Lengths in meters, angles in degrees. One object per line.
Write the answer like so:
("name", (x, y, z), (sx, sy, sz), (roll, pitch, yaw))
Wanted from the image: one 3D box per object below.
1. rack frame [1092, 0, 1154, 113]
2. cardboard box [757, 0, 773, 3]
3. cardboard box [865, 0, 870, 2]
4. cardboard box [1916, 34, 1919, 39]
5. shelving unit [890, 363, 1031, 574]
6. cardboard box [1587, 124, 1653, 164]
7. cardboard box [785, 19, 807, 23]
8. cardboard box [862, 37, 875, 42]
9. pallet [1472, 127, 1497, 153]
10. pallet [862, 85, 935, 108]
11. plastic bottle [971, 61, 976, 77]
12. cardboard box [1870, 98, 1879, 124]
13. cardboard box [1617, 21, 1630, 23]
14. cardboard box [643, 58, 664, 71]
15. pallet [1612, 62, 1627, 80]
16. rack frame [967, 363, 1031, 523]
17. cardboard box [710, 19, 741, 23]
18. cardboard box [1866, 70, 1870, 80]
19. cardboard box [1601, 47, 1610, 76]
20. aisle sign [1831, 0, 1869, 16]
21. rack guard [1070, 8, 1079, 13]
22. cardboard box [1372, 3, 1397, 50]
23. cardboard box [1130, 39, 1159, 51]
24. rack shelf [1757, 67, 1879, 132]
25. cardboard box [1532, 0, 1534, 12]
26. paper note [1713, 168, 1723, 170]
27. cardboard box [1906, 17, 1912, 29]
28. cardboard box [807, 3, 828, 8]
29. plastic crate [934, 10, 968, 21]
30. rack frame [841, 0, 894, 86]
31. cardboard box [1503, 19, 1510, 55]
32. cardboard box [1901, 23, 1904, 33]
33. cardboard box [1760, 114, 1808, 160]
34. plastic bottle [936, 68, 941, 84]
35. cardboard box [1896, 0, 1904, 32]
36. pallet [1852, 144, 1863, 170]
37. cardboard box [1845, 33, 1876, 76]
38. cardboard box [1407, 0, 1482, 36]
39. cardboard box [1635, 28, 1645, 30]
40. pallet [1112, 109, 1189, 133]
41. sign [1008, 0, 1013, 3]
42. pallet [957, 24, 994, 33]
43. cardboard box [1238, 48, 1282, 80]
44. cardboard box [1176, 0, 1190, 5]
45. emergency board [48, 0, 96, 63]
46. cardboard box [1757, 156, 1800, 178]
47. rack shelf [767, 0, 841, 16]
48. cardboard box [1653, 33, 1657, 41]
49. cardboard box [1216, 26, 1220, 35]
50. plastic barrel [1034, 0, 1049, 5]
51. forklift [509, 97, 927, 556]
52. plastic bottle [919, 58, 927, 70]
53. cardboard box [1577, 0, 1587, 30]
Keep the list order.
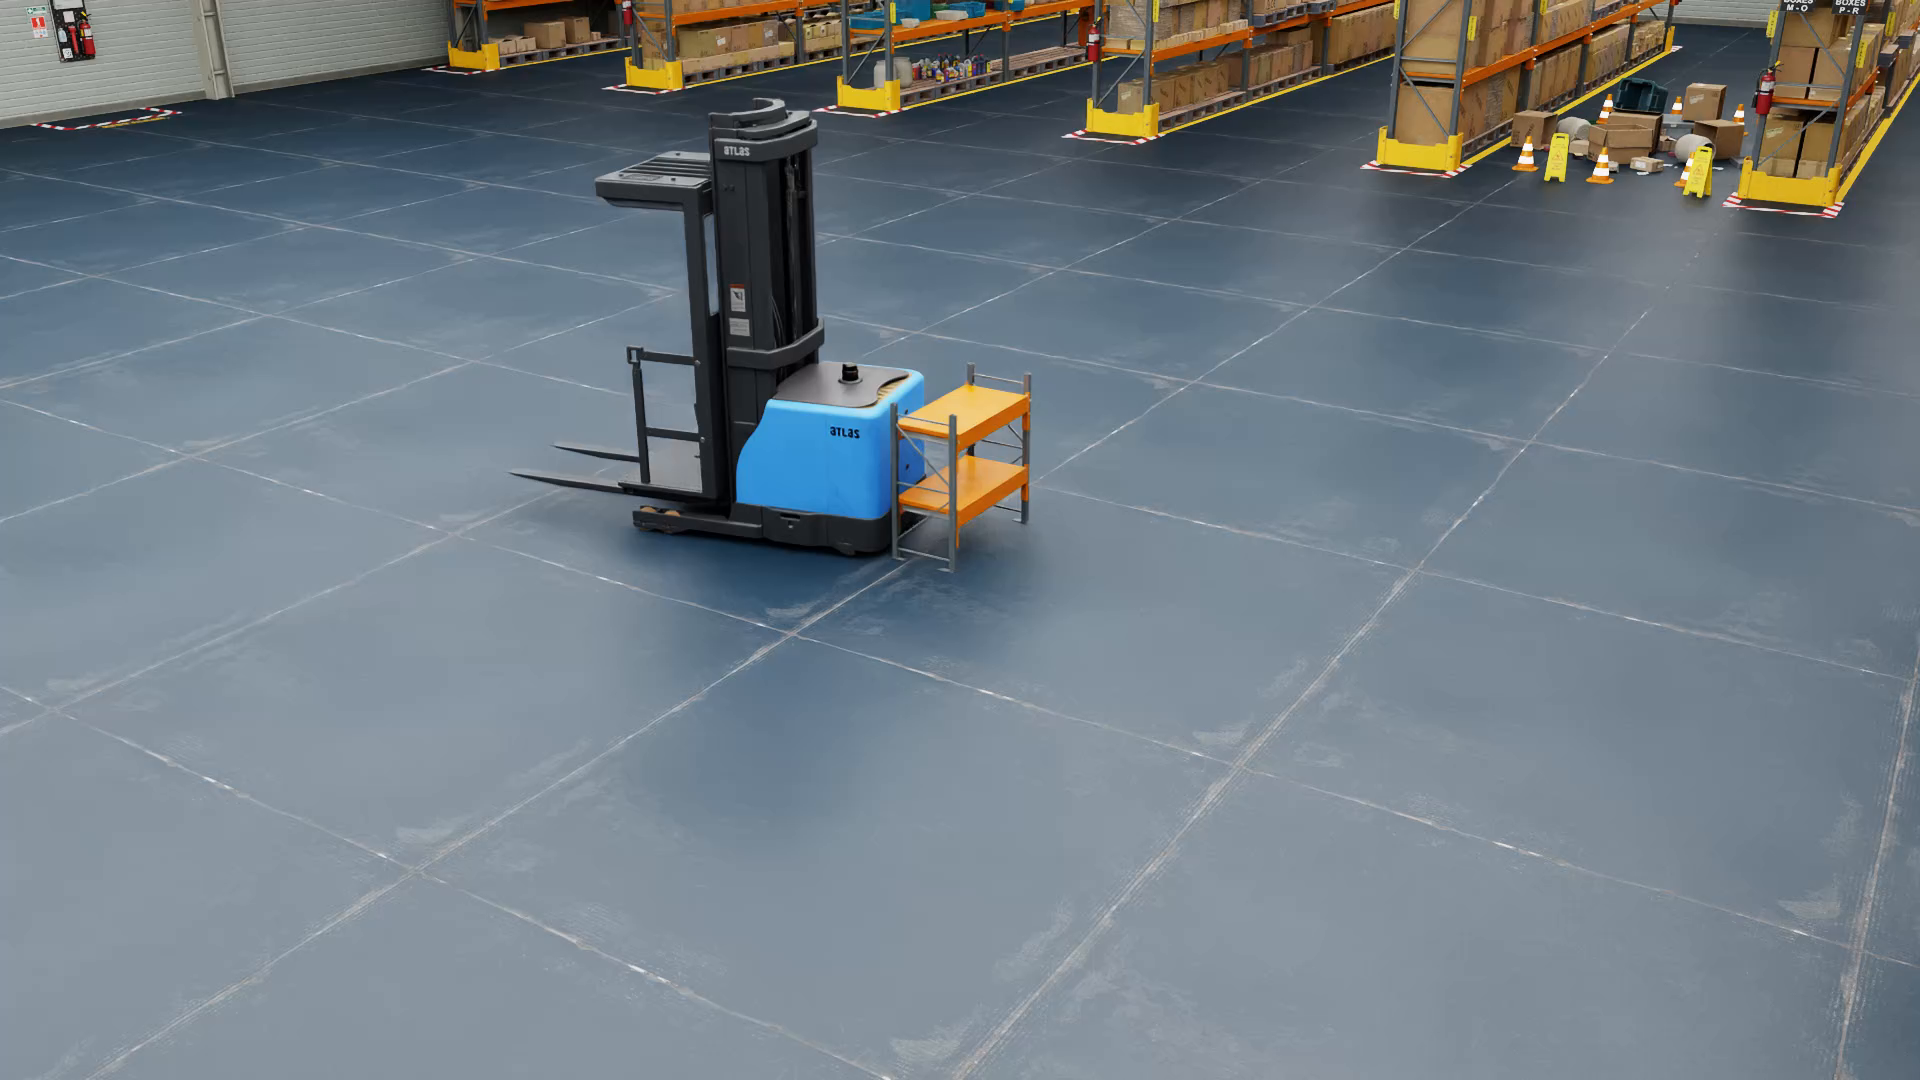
("rack frame", (2.594, -7.979, 26.406), (1.000, 3.000, 0.127), (14, 27, 29))
("cardboard box", (-4.212, -11.122, 33.540), (0.700, 0.500, 0.500), (14, 27, 28))
("cardboard box", (-2.679, -14.762, 44.691), (0.700, 0.500, 0.500), (15, 27, 30))
("cardboard box", (19.189, -10.076, 33.946), (0.875, 0.438, 0.875), (13, 27, 27))
("shelving unit", (0.015, -0.518, 11.531), (0.538, 1.125, 1.048), (13, 27, 28))
("cardboard box", (9.788, -5.880, 24.700), (0.797, 0.503, 0.637), (-3, 24, -7))
("cardboard box", (-3.471, -10.969, 35.538), (0.500, 0.311, 0.500), (15, 27, 30))
("cardboard box", (-2.208, -11.115, 36.582), (0.500, 0.250, 0.500), (15, 27, 30))
("pallet", (7.754, -6.323, 26.089), (1.003, 0.211, 1.213), (14, 27, 29))
("pallet", (-1.181, -8.046, 30.071), (1.003, 0.211, 1.213), (14, 27, 29))
("plastic bottle", (0.249, -8.916, 31.436), (0.061, 0.283, 0.133), (16, 28, 32))
("cardboard box", (14.139, -6.895, 26.682), (0.950, 0.372, 0.625), (15, 28, 31))
("cardboard box", (14.344, -11.181, 36.114), (0.380, 0.149, 0.250), (14, 27, 29))
("cardboard box", (-5.789, -9.230, 32.229), (0.500, 0.250, 0.500), (14, 27, 29))
("pallet", (12.675, -9.413, 33.229), (1.003, 0.211, 1.213), (14, 27, 29))
("rack frame", (0.273, -0.692, 11.932), (0.500, 1.125, 0.032), (13, 27, 28))
("cardboard box", (-4.748, -10.253, 33.647), (0.500, 0.500, 0.500), (14, 27, 29))
("cardboard box", (12.679, -6.621, 23.586), (0.380, 0.149, 0.250), (13, 27, 28))
("cardboard box", (12.093, -9.181, 31.801), (0.500, 0.500, 0.500), (13, 27, 28))
("aisle sign", (11.243, -7.010, 20.894), (0.394, 0.787, 0.004), (14, 27, 29))
("rack guard", (2.579, -14.284, 44.116), (1.175, 0.500, 0.348), (14, 27, 29))
("cardboard box", (8.603, -11.027, 35.592), (1.225, 0.875, 0.875), (14, 27, 29))
("cardboard box", (2.946, -7.910, 26.563), (0.380, 0.149, 0.250), (14, 27, 29))
("rack shelf", (12.068, -6.247, 23.311), (1.077, 0.370, 4.000), (14, 27, 29))
("cardboard box", (9.121, -8.929, 27.217), (0.700, 0.500, 0.500), (13, 27, 28))
("paper note", (11.057, -5.423, 24.238), (0.142, 0.019, 0.148), (5, 24, 11))
("cardboard box", (16.242, -8.999, 28.951), (0.500, 0.250, 0.500), (15, 28, 31))
("cardboard box", (-3.933, -14.103, 42.729), (0.750, 0.750, 0.750), (14, 27, 30))
("plastic crate", (-0.146, -9.645, 30.586), (0.530, 0.136, 0.437), (14, 27, 29))
("rack frame", (-1.614, -9.017, 28.804), (1.000, 3.000, 0.127), (14, 27, 29))
("cardboard box", (8.024, -7.850, 25.918), (0.875, 0.550, 0.550), (14, 27, 29))
("cardboard box", (15.085, -8.320, 26.981), (0.380, 0.149, 0.250), (14, 27, 29))
("cardboard box", (11.214, -5.503, 22.674), (0.500, 0.500, 0.500), (14, 27, 29))
("plastic bottle", (-0.393, -8.514, 30.521), (0.097, 0.271, 0.097), (0, 23, 0))
("cardboard box", (14.412, -8.235, 25.967), (0.500, 0.500, 0.500), (13, 26, 27))
("pallet", (12.798, -5.739, 24.741), (1.003, 0.211, 1.213), (14, 27, 29))
("cardboard box", (12.298, -6.708, 22.969), (0.500, 0.500, 0.500), (13, 27, 28))
("cardboard box", (6.983, -7.587, 23.953), (0.875, 0.550, 0.550), (14, 27, 29))
("cardboard box", (14.124, -10.633, 34.848), (0.380, 0.149, 0.250), (13, 26, 27))
("pallet", (3.092, -6.992, 27.636), (1.003, 0.211, 1.213), (14, 27, 29))
("sign", (0.957, -10.375, 31.593), (0.100, 0.325, 0.005), (14, 27, 29))
("pallet", (0.113, -12.545, 40.462), (1.003, 0.211, 1.213), (14, 27, 29))
("cardboard box", (5.608, -8.933, 31.202), (0.700, 0.500, 0.500), (11, 26, 24))
("cardboard box", (3.385, -8.916, 26.812), (0.500, 0.500, 0.500), (14, 27, 29))
("emergency board", (-14.897, -8.660, 27.978), (0.194, 1.169, 0.643), (14, 27, 29))
("cardboard box", (11.223, -5.171, 22.851), (0.500, 0.250, 0.500), (14, 27, 29))
("rack shelf", (-2.655, -11.752, 36.025), (1.077, 0.370, 4.000), (14, 27, 29))
("cardboard box", (14.623, -10.736, 35.459), (0.380, 0.149, 0.250), (14, 27, 30))
("cardboard box", (4.236, -8.761, 28.529), (0.380, 0.149, 0.250), (14, 27, 29))
("plastic barrel", (1.574, -10.954, 33.107), (0.433, 0.535, 0.433), (0, 23, 0))
("forklift", (-1.816, -1.575, 11.698), (3.031, 2.935, 1.130), (8, 25, 17))
("plastic bottle", (-0.704, -8.898, 31.309), (0.144, 0.351, 0.185), (15, 28, 31))
("cardboard box", (10.700, -9.275, 29.275), (0.500, 0.500, 0.500), (14, 27, 29))
